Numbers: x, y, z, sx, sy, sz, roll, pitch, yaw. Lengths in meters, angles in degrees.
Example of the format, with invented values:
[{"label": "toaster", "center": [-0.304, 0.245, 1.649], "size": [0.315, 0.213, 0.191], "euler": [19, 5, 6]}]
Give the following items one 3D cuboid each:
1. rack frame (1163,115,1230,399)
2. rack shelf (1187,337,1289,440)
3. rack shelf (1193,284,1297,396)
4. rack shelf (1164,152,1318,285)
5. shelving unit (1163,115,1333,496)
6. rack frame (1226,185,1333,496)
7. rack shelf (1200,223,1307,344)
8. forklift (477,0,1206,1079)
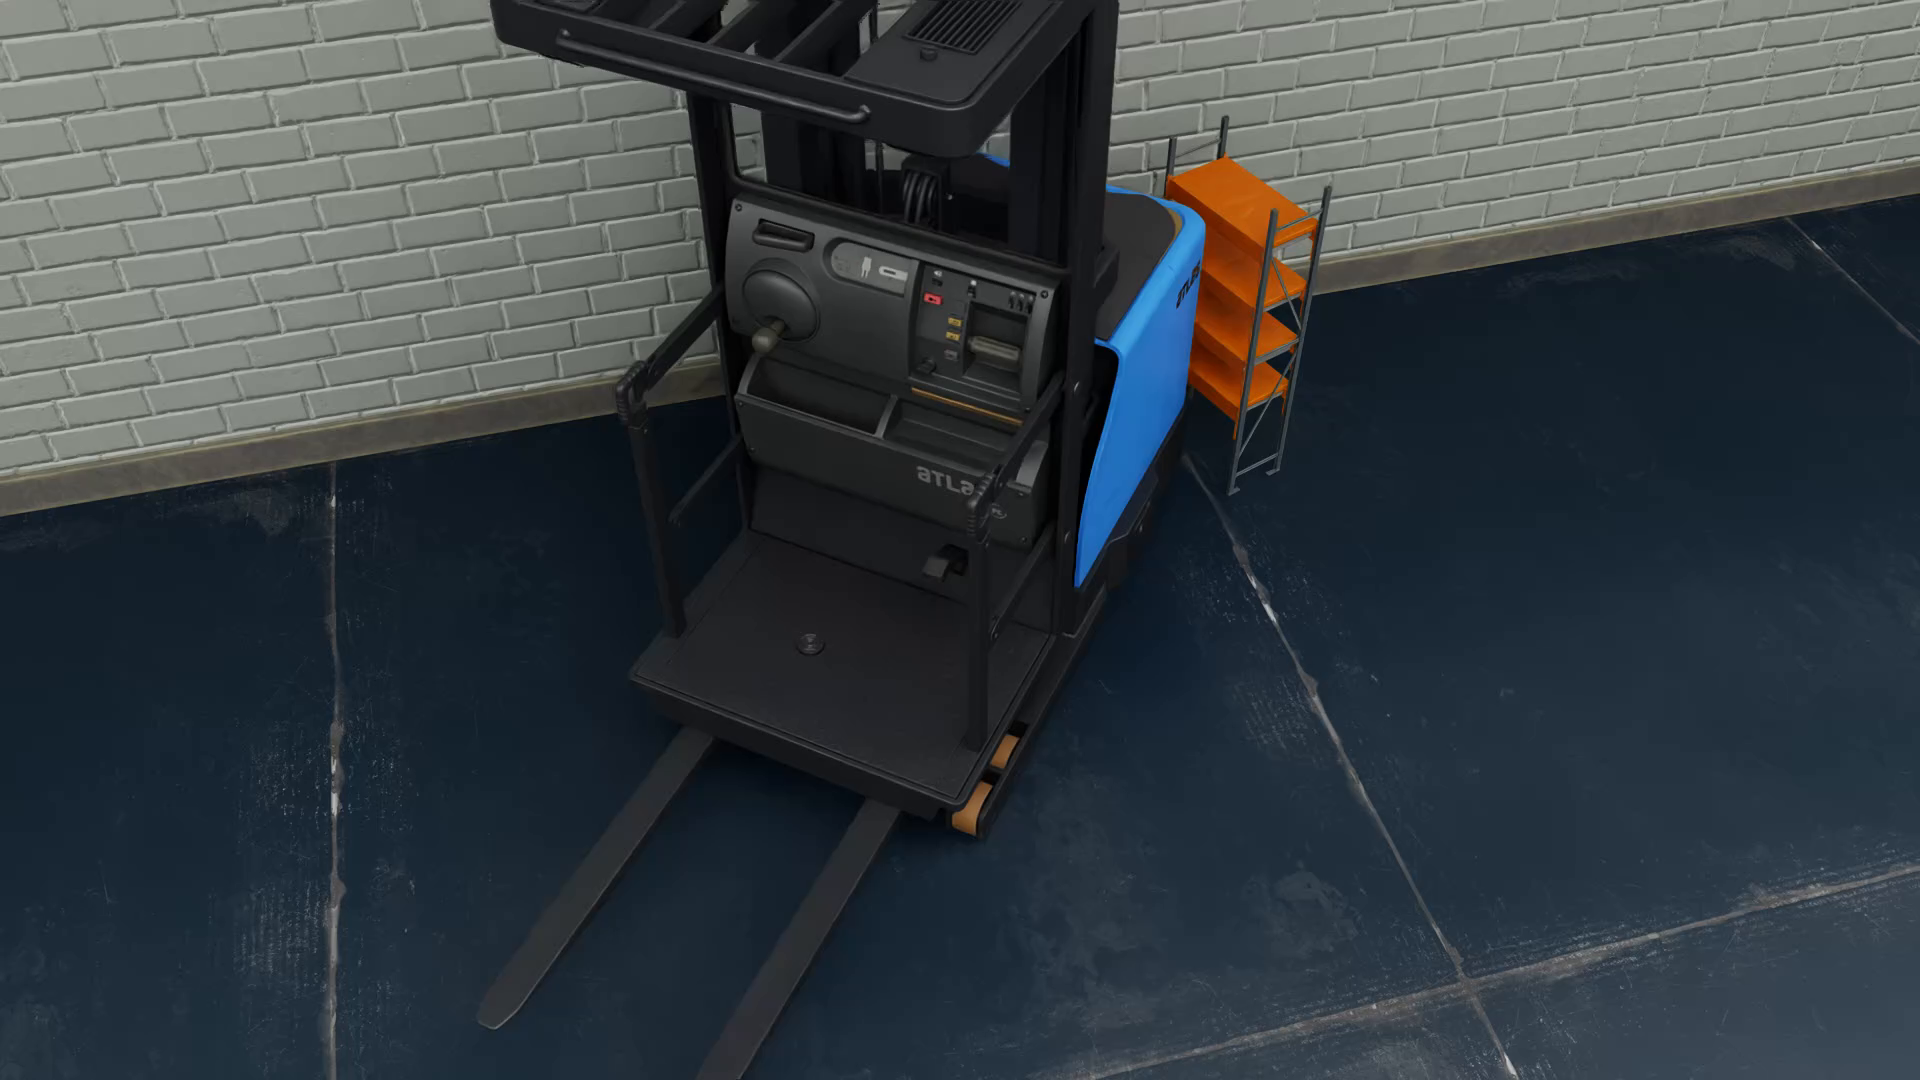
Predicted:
[{"label": "rack frame", "center": [0.776, -0.916, 5.808], "size": [0.240, 1.200, 0.015], "euler": [-26, 51, -23]}, {"label": "rack shelf", "center": [0.912, -0.586, 5.856], "size": [0.258, 0.148, 0.480], "euler": [-26, 51, -23]}, {"label": "rack shelf", "center": [0.912, -0.725, 5.714], "size": [0.258, 0.148, 0.480], "euler": [-26, 51, -23]}, {"label": "rack shelf", "center": [0.912, -1.047, 5.386], "size": [0.258, 0.148, 0.480], "euler": [-26, 51, -23]}, {"label": "shelving unit", "center": [0.912, -0.772, 5.666], "size": [0.258, 1.200, 0.503], "euler": [-26, 51, -23]}, {"label": "rack frame", "center": [1.048, -0.627, 5.525], "size": [0.240, 1.200, 0.015], "euler": [-26, 51, -23]}, {"label": "rack shelf", "center": [0.912, -0.881, 5.555], "size": [0.258, 0.148, 0.480], "euler": [-26, 51, -23]}, {"label": "forklift", "center": [-0.287, -0.520, 4.207], "size": [1.130, 2.935, 3.031], "euler": [19, 48, 17]}]
